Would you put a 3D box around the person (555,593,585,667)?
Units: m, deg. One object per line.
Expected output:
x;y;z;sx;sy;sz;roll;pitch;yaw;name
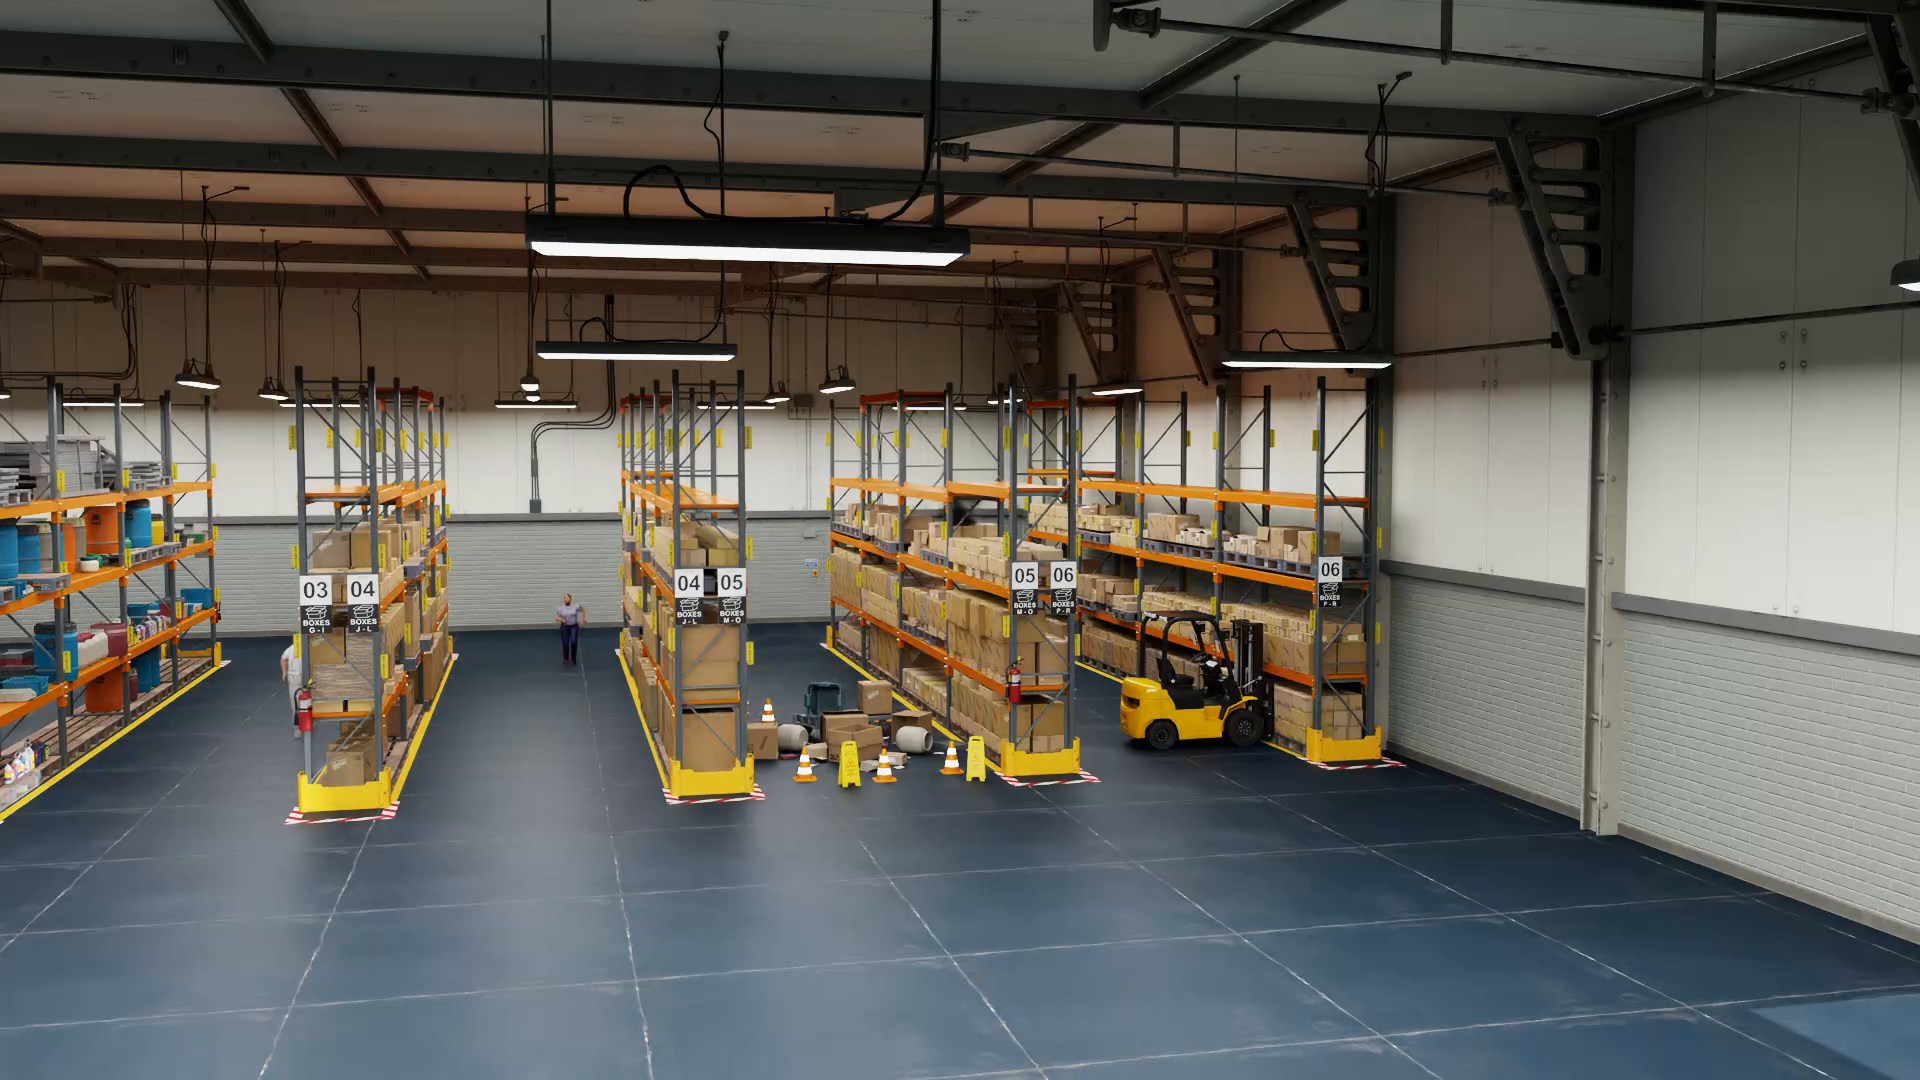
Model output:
-8.617;1.989;36.752;0.620;1.625;0.802;0;3;-6;person

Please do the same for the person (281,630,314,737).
-11.199;2.404;28.291;0.662;1.768;0.968;-1;4;-21;person

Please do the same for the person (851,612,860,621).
-2.552;1.723;41.825;0.759;1.624;0.661;1;4;20;person
